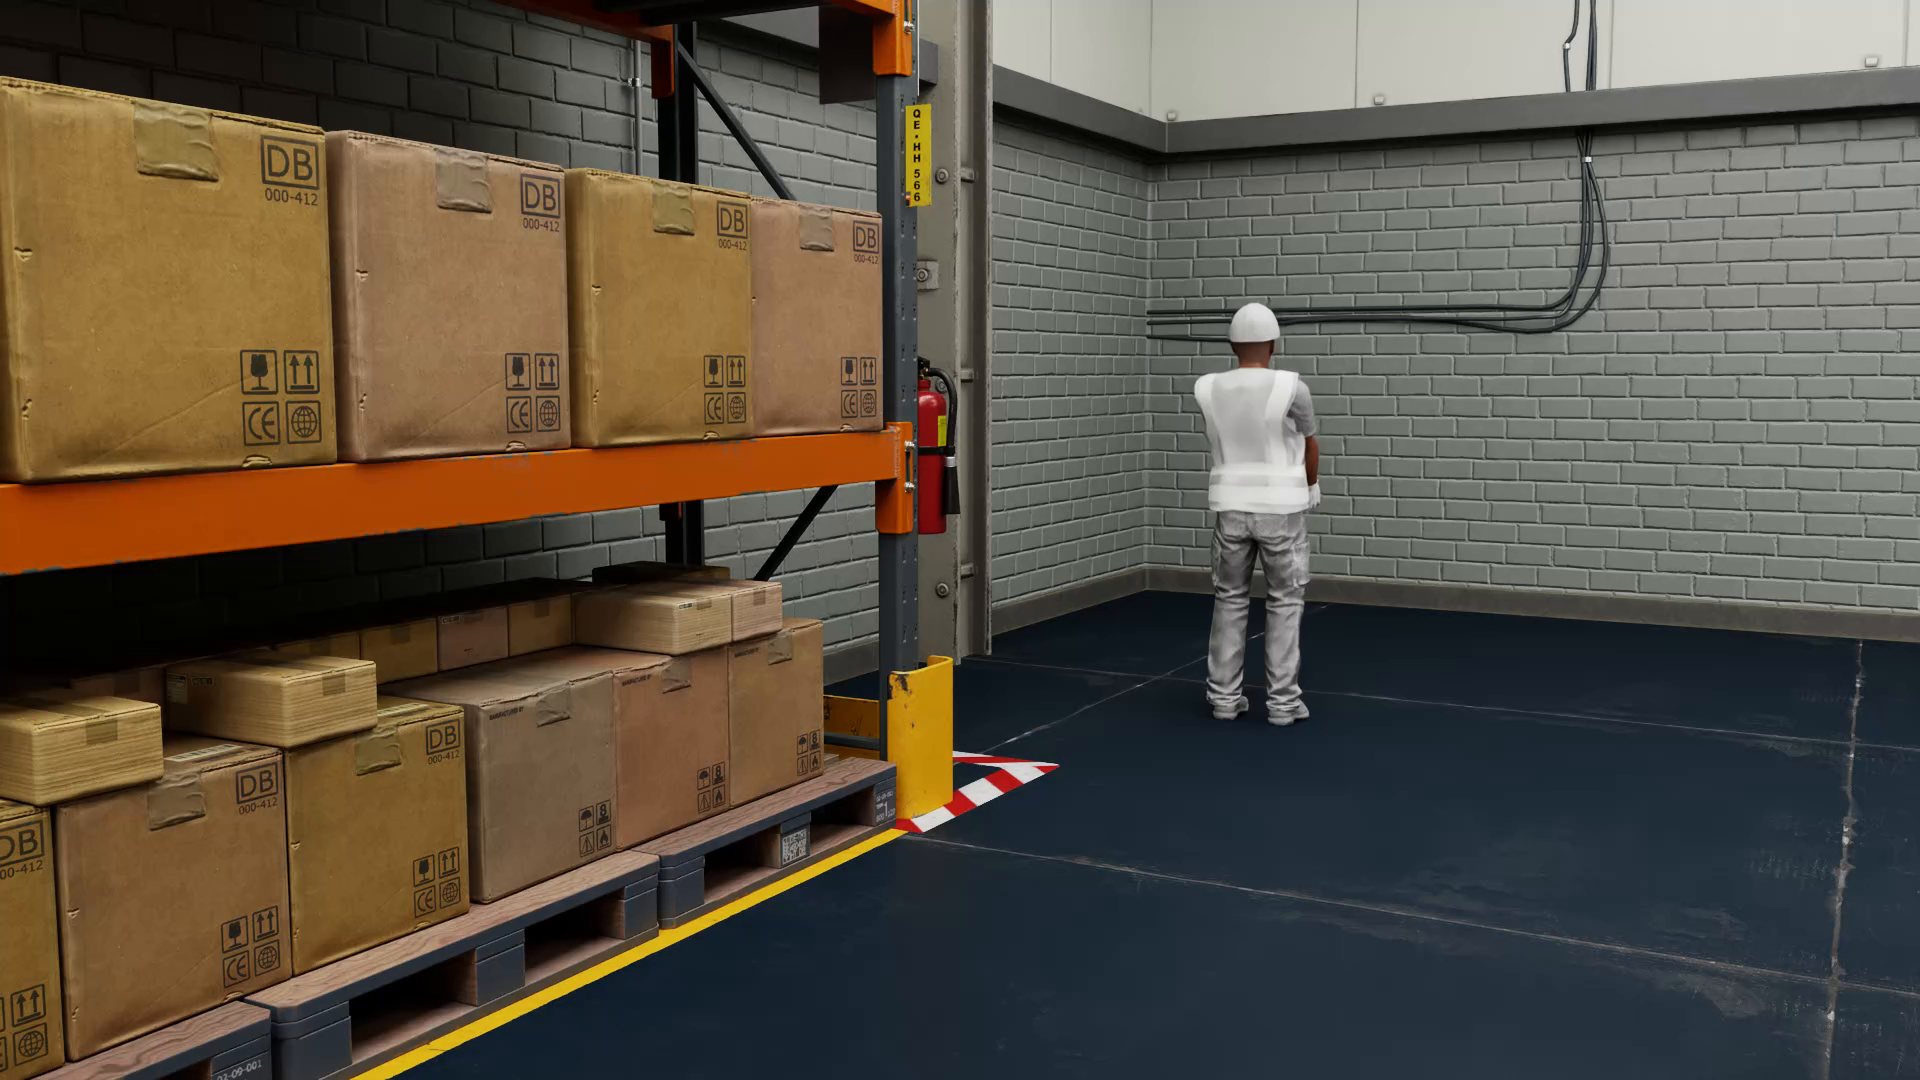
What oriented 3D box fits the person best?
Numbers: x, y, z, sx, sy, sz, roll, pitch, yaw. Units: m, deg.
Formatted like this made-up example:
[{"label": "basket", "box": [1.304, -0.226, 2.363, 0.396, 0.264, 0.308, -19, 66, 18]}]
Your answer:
[{"label": "person", "box": [1.310, -0.123, 7.187, 0.488, 1.780, 0.567, 3, 7, 29]}]
